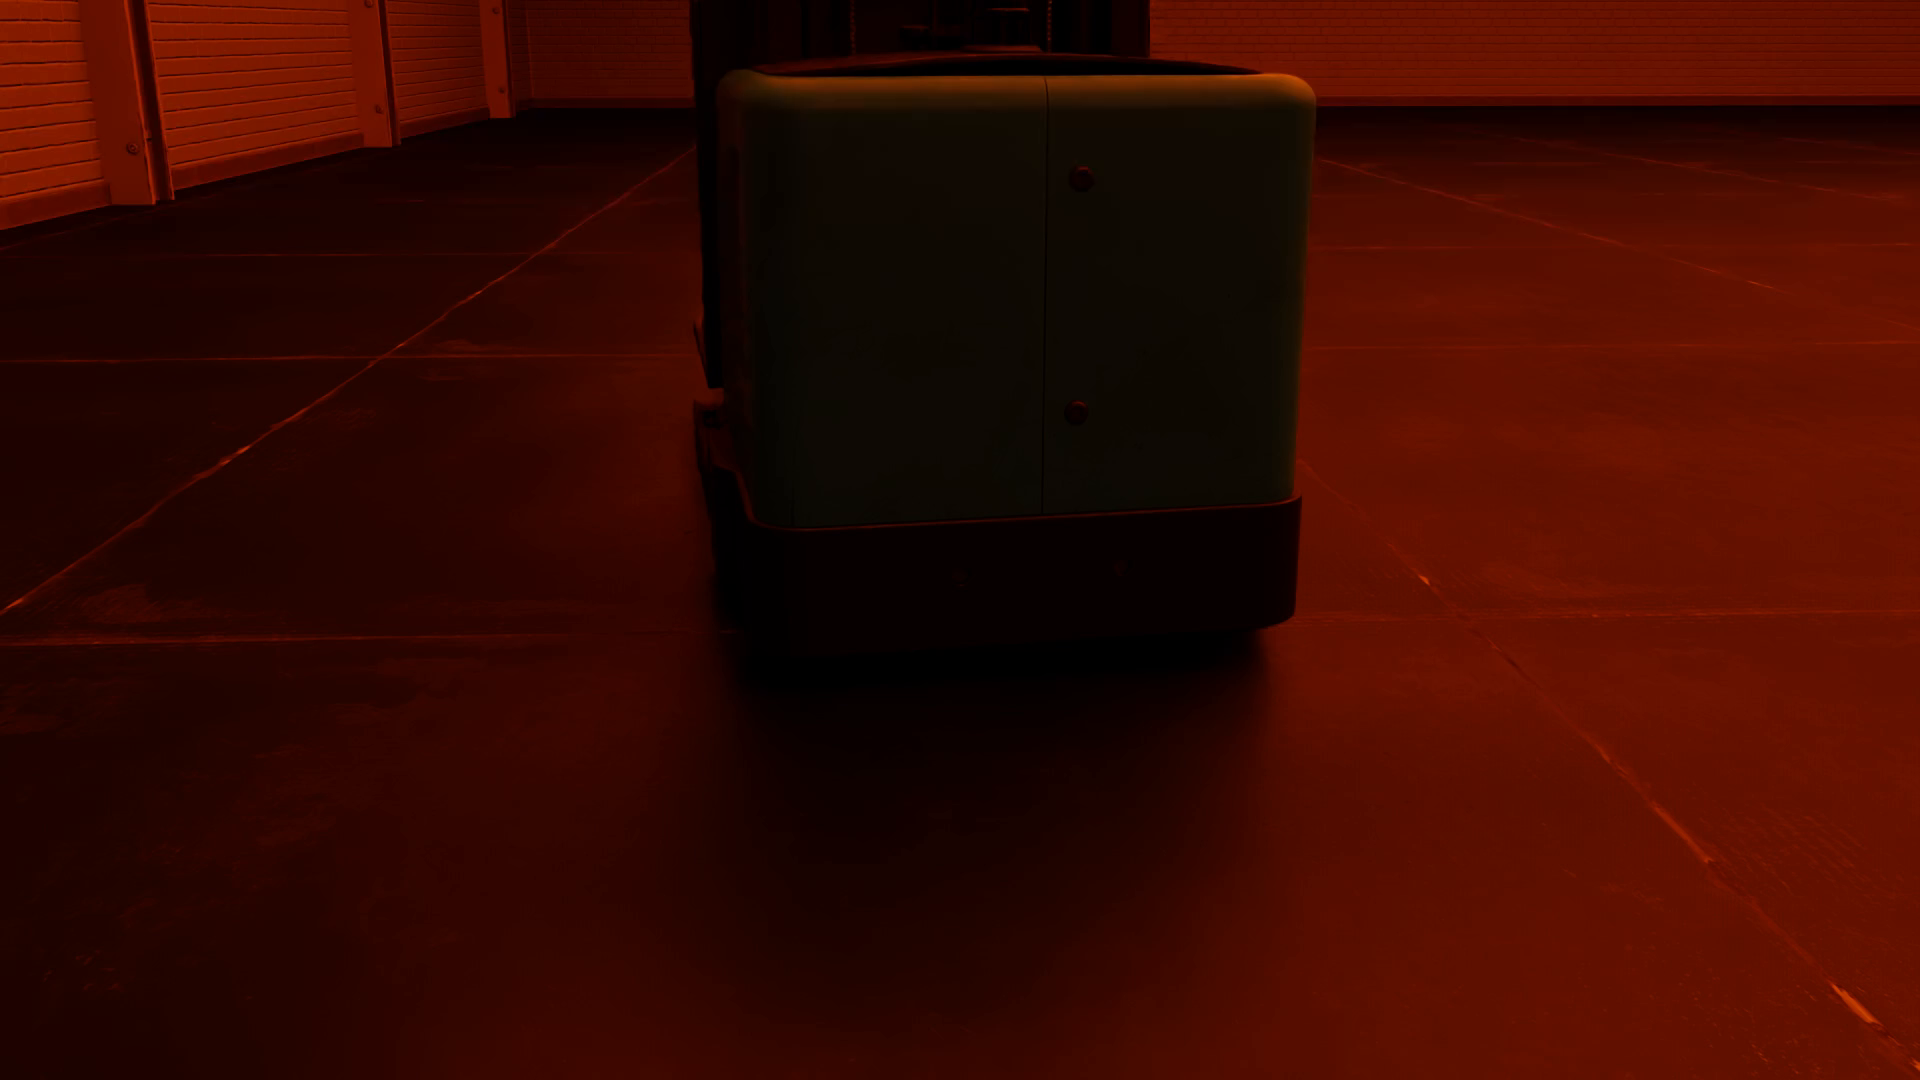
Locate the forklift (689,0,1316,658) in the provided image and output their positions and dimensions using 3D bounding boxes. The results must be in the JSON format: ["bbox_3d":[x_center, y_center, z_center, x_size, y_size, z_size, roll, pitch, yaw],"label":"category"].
[{"bbox_3d":[-0.136,-1.580,4.071,1.130,2.935,3.031,-3,17,-10],"label":"forklift"}]
